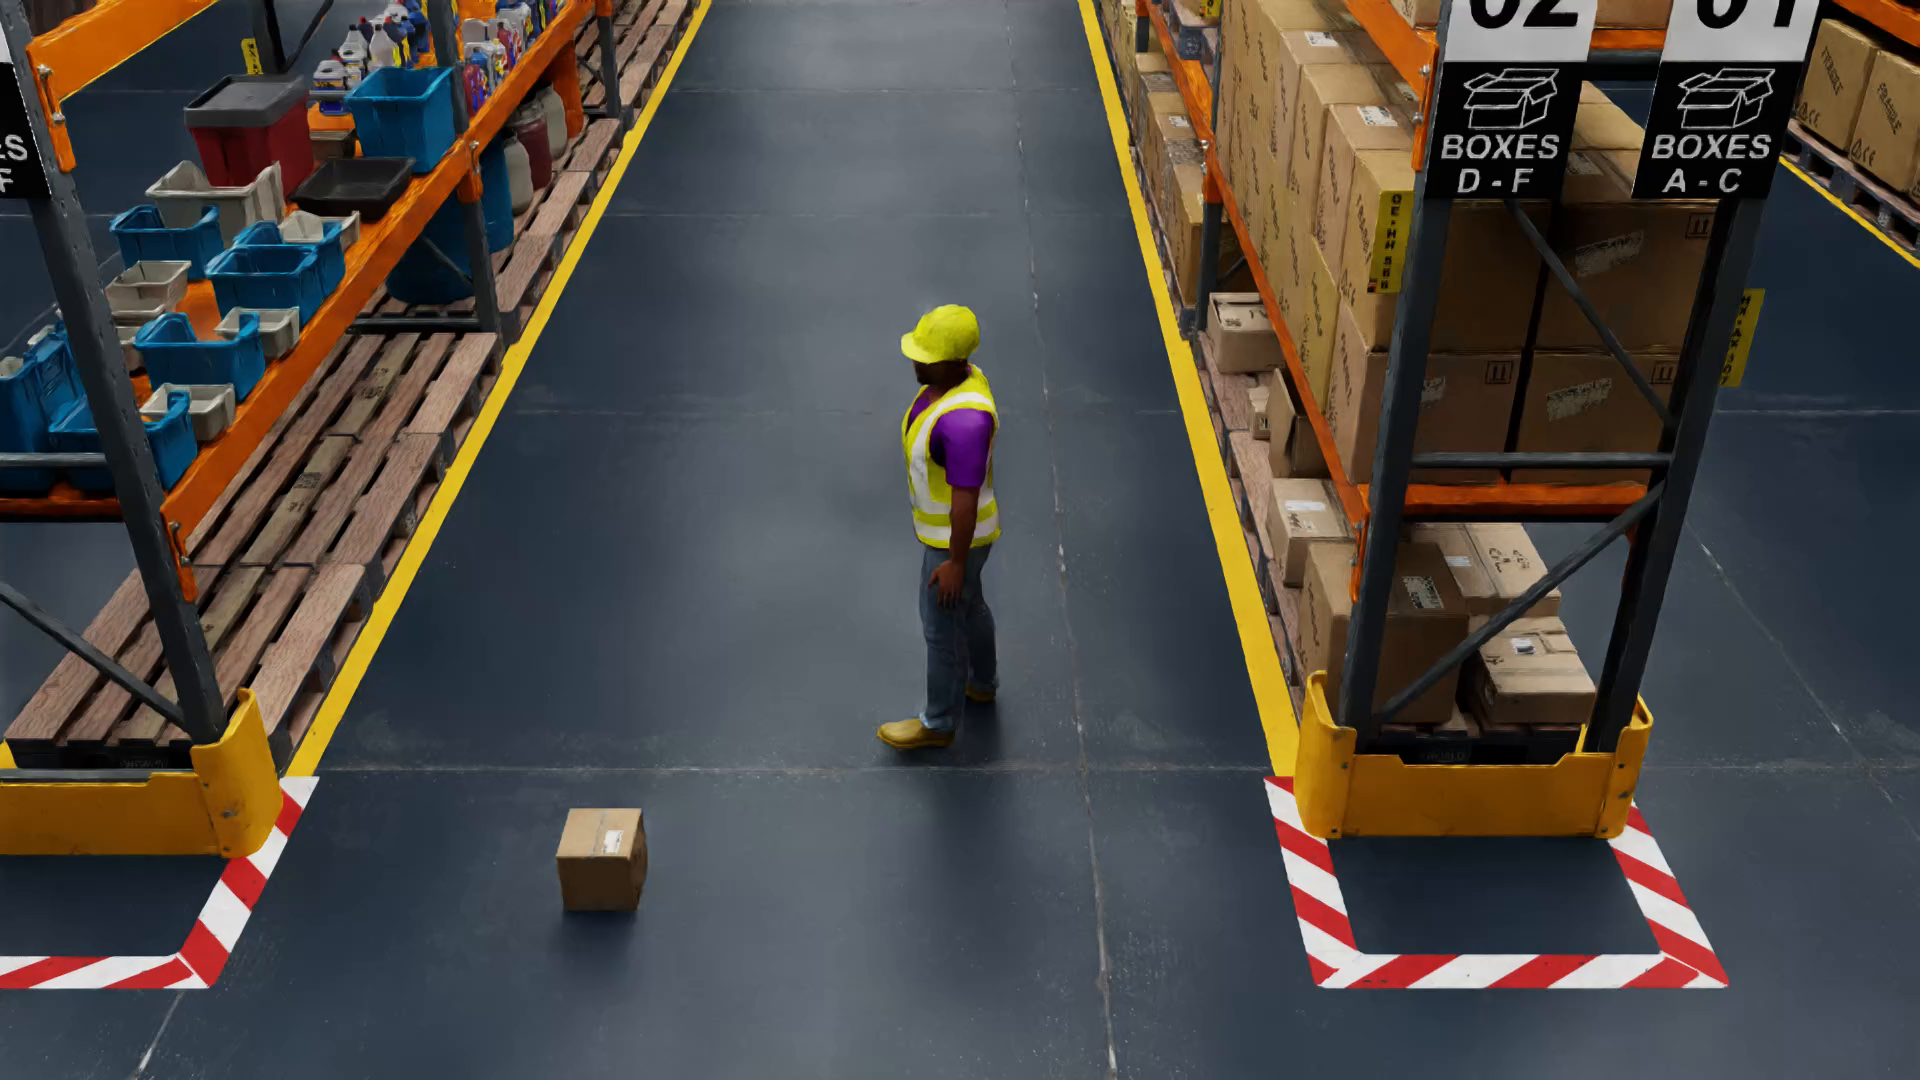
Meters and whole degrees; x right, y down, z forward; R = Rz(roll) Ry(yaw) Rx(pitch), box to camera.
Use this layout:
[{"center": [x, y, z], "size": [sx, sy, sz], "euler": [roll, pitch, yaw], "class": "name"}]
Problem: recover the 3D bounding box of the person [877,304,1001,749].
[{"center": [-1.552, -3.729, 12.179], "size": [2.345, 1.768, 15.002], "euler": [-2, 31, -4], "class": "person"}]
